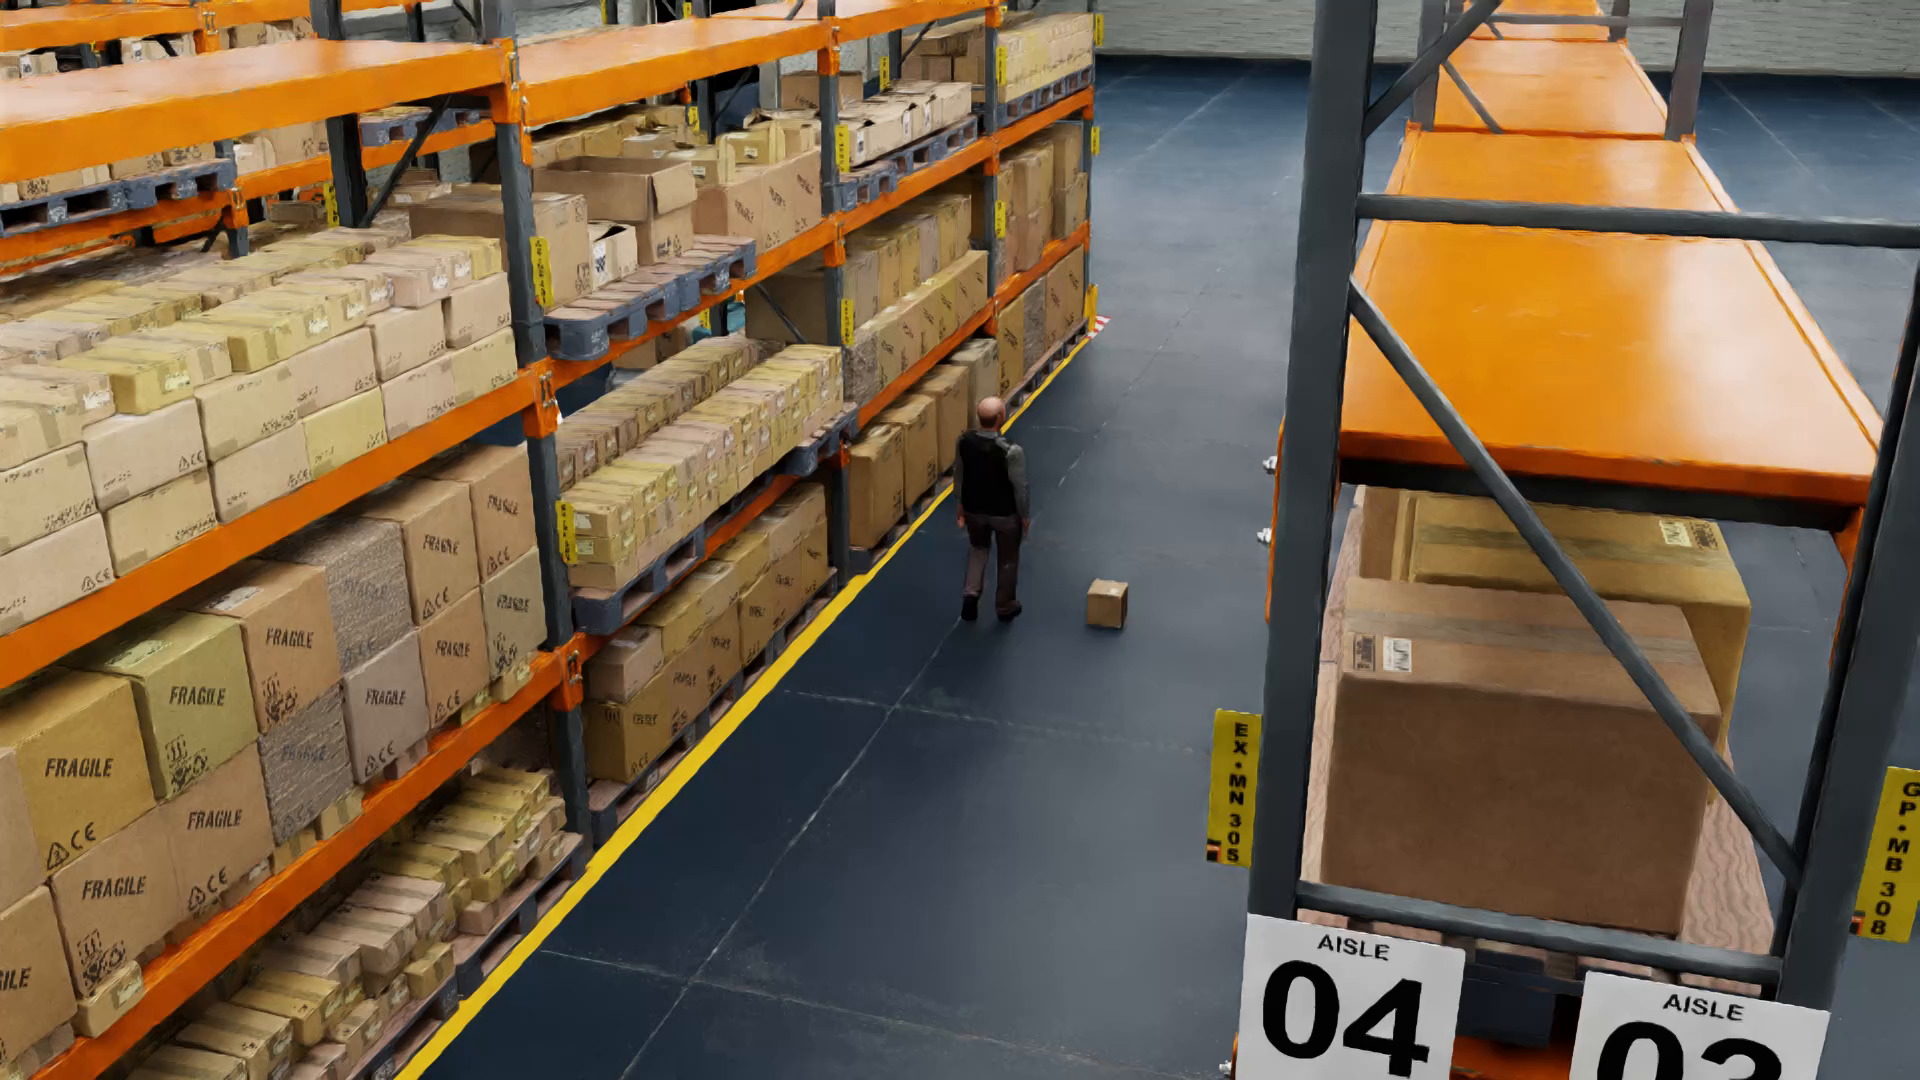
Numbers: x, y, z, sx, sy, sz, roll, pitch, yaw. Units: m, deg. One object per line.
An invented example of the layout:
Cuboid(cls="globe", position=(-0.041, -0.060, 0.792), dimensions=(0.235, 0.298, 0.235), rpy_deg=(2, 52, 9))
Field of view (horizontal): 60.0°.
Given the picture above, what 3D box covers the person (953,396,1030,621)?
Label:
Cuboid(cls="person", position=(0.260, -0.218, 11.686), dimensions=(0.563, 1.715, 0.572), rpy_deg=(10, 24, 23))
